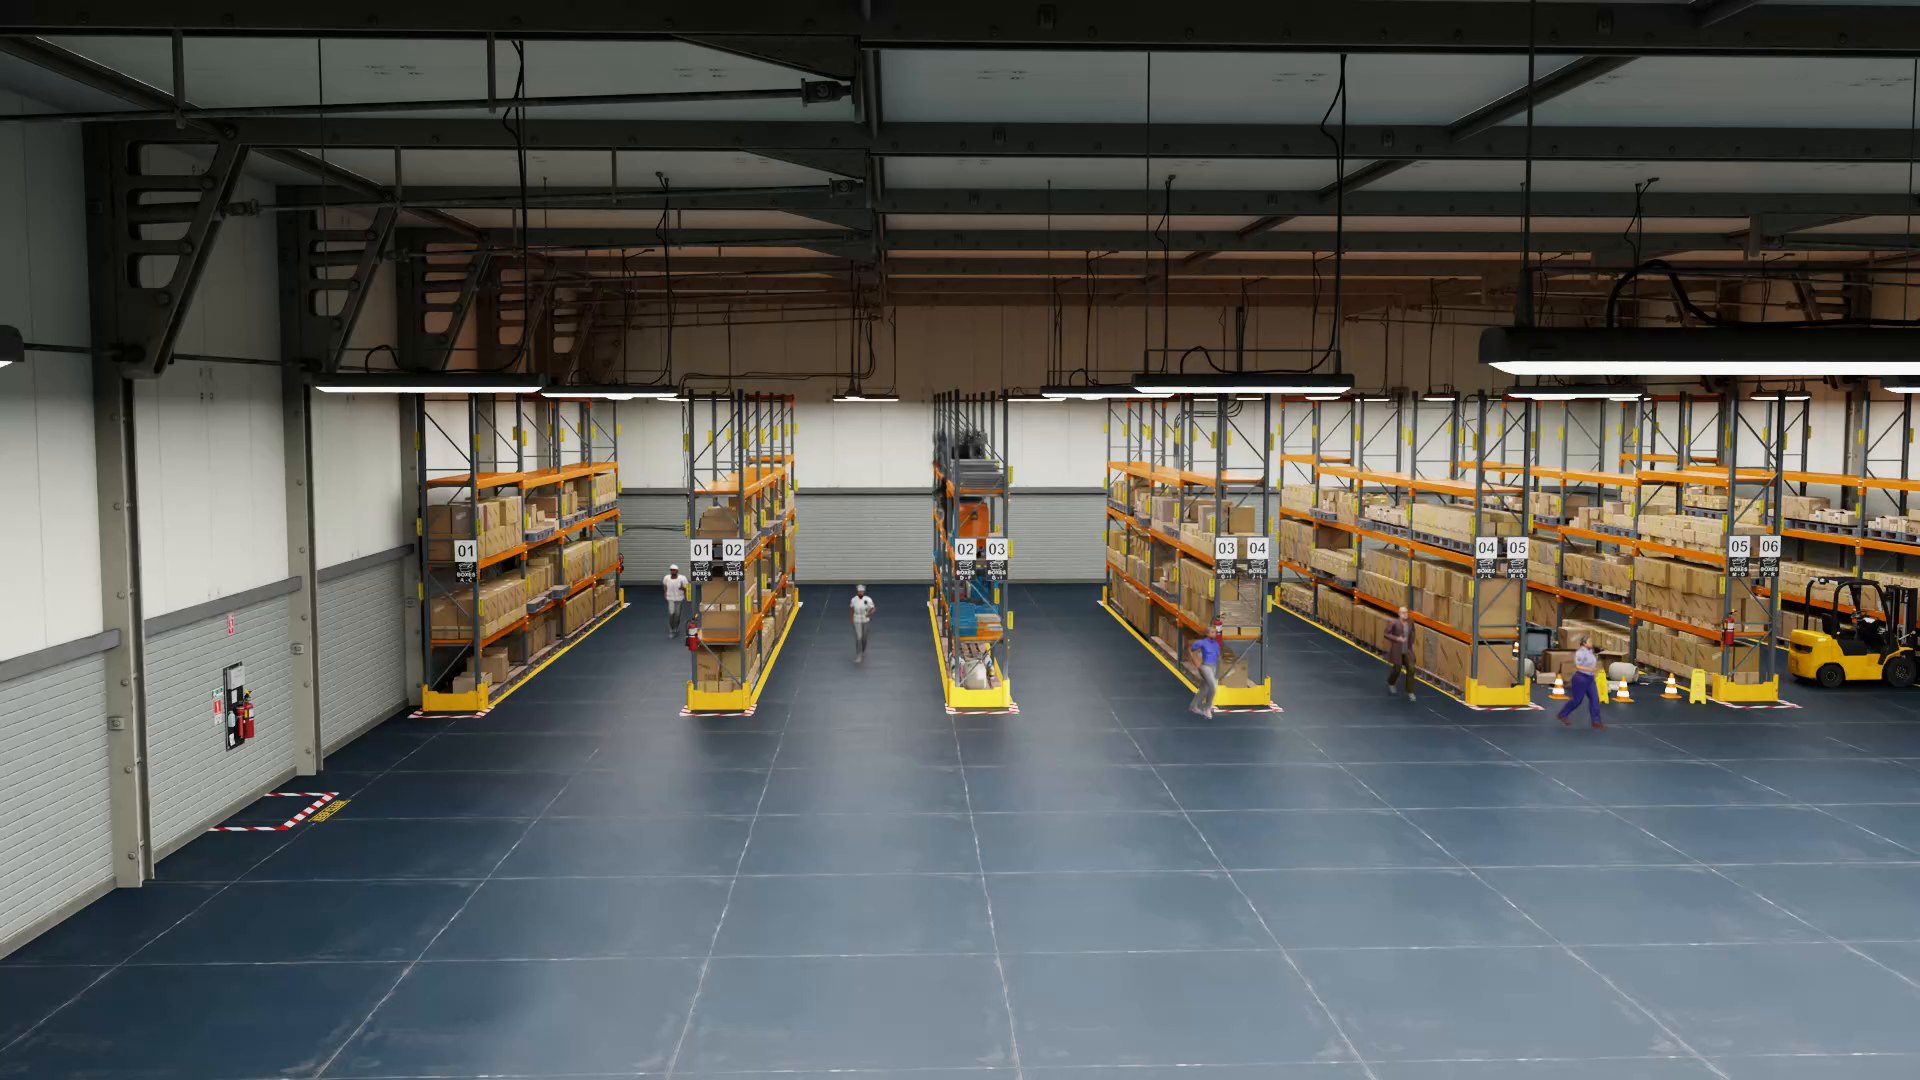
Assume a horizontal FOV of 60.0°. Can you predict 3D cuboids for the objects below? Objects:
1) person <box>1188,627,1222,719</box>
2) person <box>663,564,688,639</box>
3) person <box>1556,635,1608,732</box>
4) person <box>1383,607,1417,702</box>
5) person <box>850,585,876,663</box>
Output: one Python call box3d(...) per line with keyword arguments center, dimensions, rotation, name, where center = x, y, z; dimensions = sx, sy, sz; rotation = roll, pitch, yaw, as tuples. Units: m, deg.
box3d(center=(4.540, 2.423, 30.551), dimensions=(0.567, 1.672, 0.702), rotation=(-4, 6, -44), name="person")
box3d(center=(-7.006, 1.508, 41.040), dimensions=(0.664, 1.833, 0.783), rotation=(-1, 5, -6), name="person")
box3d(center=(10.966, 2.518, 29.286), dimensions=(0.597, 1.657, 0.884), rotation=(-4, 6, -41), name="person")
box3d(center=(8.596, 2.196, 32.443), dimensions=(0.737, 1.802, 1.012), rotation=(-1, 5, -10), name="person")
box3d(center=(-2.173, 1.850, 37.159), dimensions=(0.575, 1.731, 0.812), rotation=(0, 5, -5), name="person")
